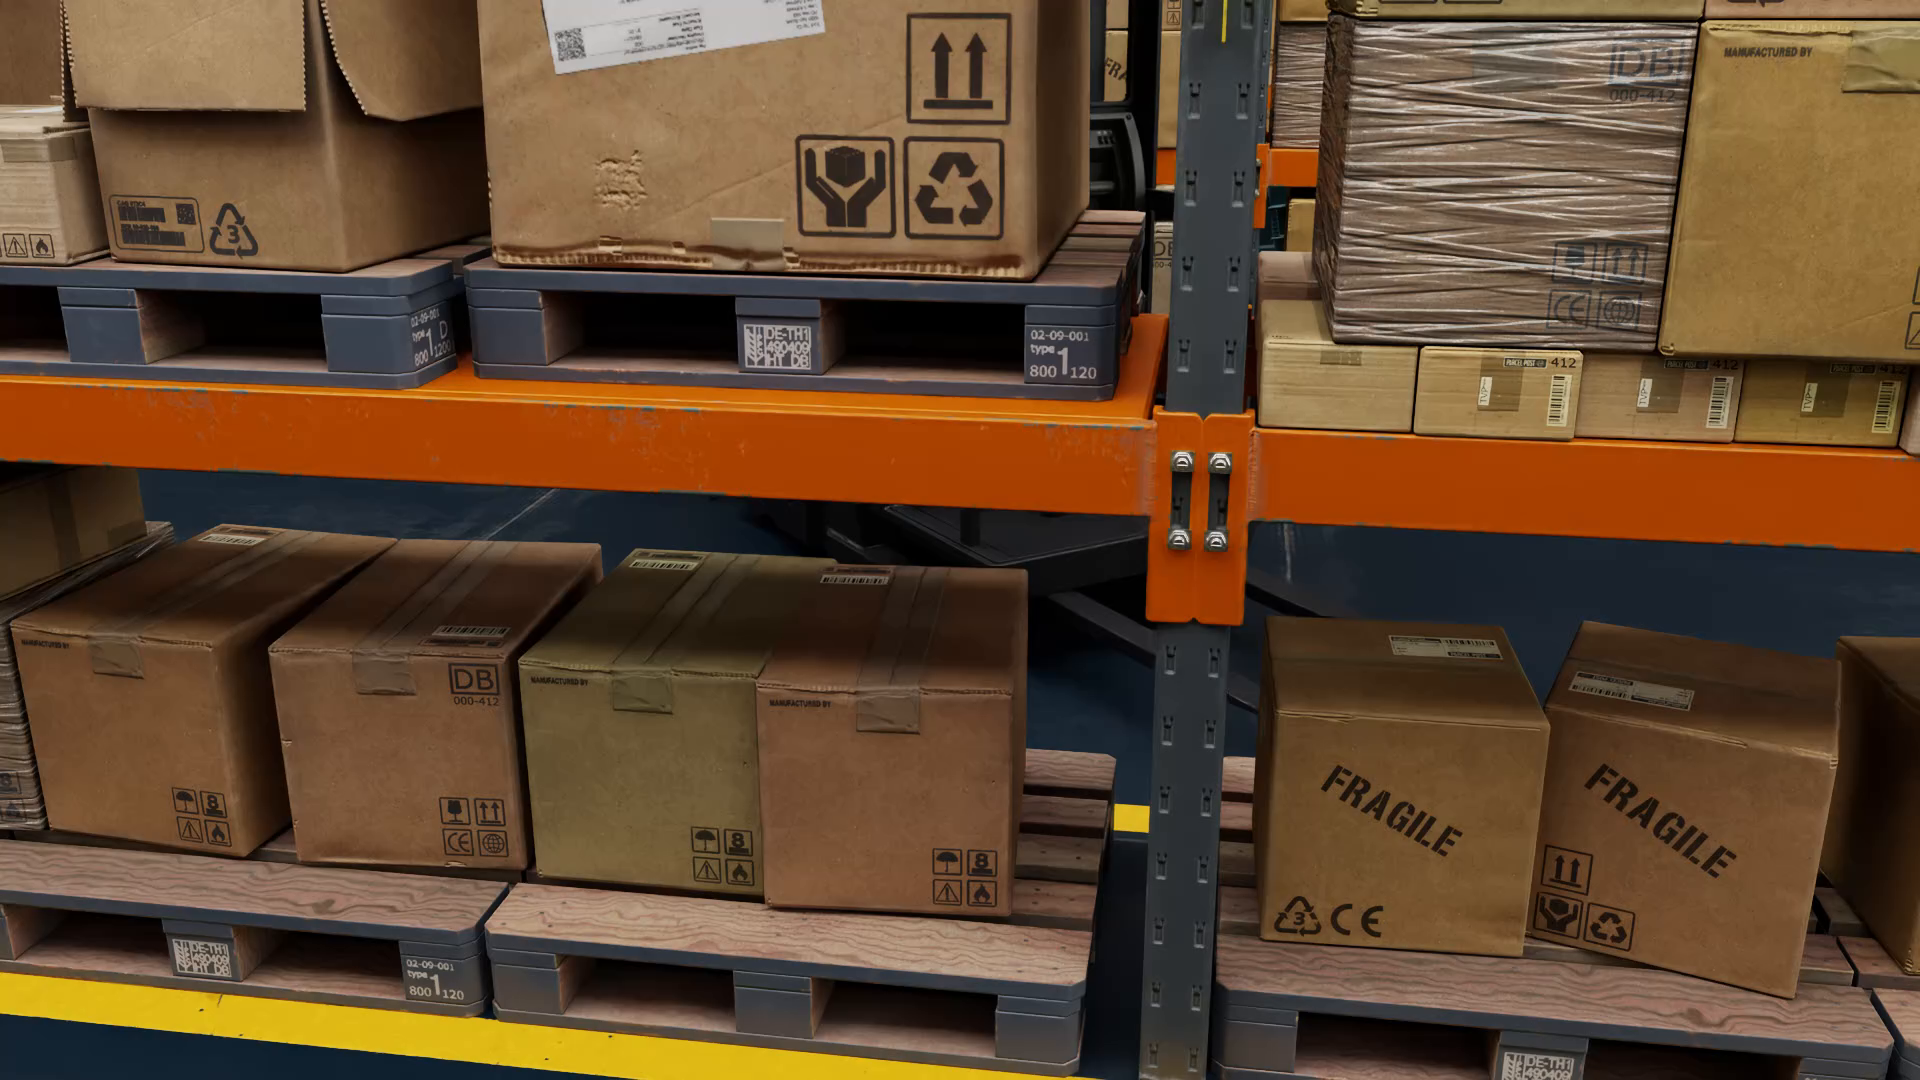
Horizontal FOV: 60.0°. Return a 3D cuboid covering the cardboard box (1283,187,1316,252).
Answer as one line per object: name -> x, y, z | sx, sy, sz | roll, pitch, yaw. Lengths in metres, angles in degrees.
cardboard box -> 1.980, -1.220, 7.907 | 0.875, 0.875, 0.875 | 3, 19, 9

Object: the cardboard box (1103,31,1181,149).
cardboard box -> 0.812, -2.071, 7.609 | 0.500, 0.500, 0.500 | 3, 19, 8

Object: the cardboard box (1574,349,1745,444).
cardboard box -> 1.144, -0.288, 2.832 | 0.250, 0.149, 0.380 | 3, 19, 9

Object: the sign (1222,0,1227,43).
sign -> 0.399, -0.908, 2.464 | 0.005, 0.325, 0.100 | 3, 19, 9

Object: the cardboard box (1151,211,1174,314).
cardboard box -> 0.743, -1.217, 8.096 | 0.750, 0.750, 1.050 | 3, 19, 8

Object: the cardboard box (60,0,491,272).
cardboard box -> -1.243, -0.839, 3.259 | 0.637, 0.503, 0.797 | 5, 19, 14

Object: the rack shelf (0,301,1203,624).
rack shelf -> -1.491, -0.292, 3.583 | 4.000, 0.370, 1.077 | 3, 19, 9

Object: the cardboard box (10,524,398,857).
cardboard box -> -1.691, 0.320, 3.864 | 0.500, 0.500, 0.700 | 5, 19, 13

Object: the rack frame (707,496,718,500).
rack frame -> -1.069, -0.771, 6.772 | 0.006, 1.200, 0.240 | -4, 12, 40

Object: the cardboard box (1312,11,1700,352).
cardboard box -> 0.918, -0.679, 2.979 | 0.500, 0.500, 0.875 | 3, 19, 9

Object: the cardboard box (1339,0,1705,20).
cardboard box -> 0.887, -1.093, 2.641 | 0.500, 0.500, 0.500 | 3, 19, 9

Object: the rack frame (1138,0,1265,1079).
rack frame -> 0.483, -0.533, 3.168 | 0.127, 3.000, 1.000 | 3, 19, 9

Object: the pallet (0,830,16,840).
pallet -> -2.695, 0.628, 4.093 | 1.213, 0.211, 1.003 | 3, 19, 9

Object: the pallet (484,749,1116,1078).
pallet -> -0.286, 0.751, 3.726 | 1.213, 0.211, 1.003 | 3, 19, 9

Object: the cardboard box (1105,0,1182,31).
cardboard box -> 0.879, -2.626, 7.692 | 0.500, 0.500, 0.700 | 3, 19, 8

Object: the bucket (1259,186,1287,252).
bucket -> 1.870, -1.965, 10.213 | 0.620, 0.611, 0.726 | -1, 16, 31

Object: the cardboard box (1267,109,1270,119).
cardboard box -> 3.267, -4.439, 16.940 | 0.500, 0.250, 0.500 | 3, 19, 8

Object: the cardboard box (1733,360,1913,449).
cardboard box -> 1.392, -0.278, 2.804 | 0.250, 0.149, 0.380 | 3, 19, 9

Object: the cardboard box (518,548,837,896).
cardboard box -> -0.587, 0.376, 3.697 | 0.500, 0.500, 0.700 | 3, 19, 8

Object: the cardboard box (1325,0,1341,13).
cardboard box -> 0.971, -1.259, 3.136 | 0.500, 0.500, 0.500 | 3, 19, 9

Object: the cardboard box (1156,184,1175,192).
cardboard box -> 1.537, -2.616, 12.874 | 0.625, 0.372, 0.950 | 3, 19, 9

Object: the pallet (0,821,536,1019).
pallet -> -1.494, 0.690, 3.908 | 1.213, 0.211, 1.003 | 3, 19, 9

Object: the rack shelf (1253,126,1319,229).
rack shelf -> 3.345, -1.640, 7.610 | 4.000, 0.370, 1.077 | 3, 19, 9

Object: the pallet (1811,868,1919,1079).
pallet -> 2.360, 0.873, 3.361 | 1.213, 0.211, 1.003 | 3, 19, 9

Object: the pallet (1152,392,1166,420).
pallet -> 0.596, -0.774, 8.285 | 1.213, 0.211, 1.003 | 3, 19, 9

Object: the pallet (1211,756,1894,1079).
pallet -> 1.152, 0.812, 3.543 | 1.213, 0.211, 1.003 | 3, 19, 9

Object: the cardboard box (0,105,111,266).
cardboard box -> -1.848, -0.706, 3.259 | 0.500, 0.250, 0.500 | 2, 19, 7

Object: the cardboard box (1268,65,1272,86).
cardboard box -> 2.315, -3.402, 12.139 | 0.250, 0.149, 0.380 | 3, 19, 8

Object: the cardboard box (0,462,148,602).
cardboard box -> -2.274, -0.065, 3.835 | 0.500, 0.250, 0.500 | 5, 19, 15

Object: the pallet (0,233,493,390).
pallet -> -1.505, -0.556, 3.541 | 1.213, 0.211, 1.003 | 3, 19, 9

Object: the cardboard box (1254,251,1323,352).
cardboard box -> 0.742, -0.495, 3.451 | 0.250, 0.149, 0.380 | 3, 19, 9

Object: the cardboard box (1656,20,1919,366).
cardboard box -> 1.406, -0.643, 2.871 | 0.500, 0.500, 0.875 | 3, 19, 9

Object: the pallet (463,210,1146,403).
pallet -> -0.248, -0.526, 3.450 | 1.213, 0.211, 1.003 | 3, 19, 9

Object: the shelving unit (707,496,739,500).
shelving unit -> -0.999, -0.776, 6.713 | 0.189, 1.200, 0.258 | -4, 12, 40

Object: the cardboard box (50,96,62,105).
cardboard box -> -1.777, -0.870, 3.726 | 0.258, 0.266, 0.396 | 2, 19, 7

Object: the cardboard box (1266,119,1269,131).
cardboard box -> 3.268, -4.204, 17.024 | 0.500, 0.250, 0.500 | 3, 19, 8

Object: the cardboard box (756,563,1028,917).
cardboard box -> -0.119, 0.406, 3.607 | 0.500, 0.500, 0.700 | 1, 19, 4

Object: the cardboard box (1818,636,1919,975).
cardboard box -> 2.064, 0.519, 3.302 | 0.500, 0.500, 0.500 | 1, 19, 4

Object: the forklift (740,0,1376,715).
forklift -> 0.316, -1.188, 5.236 | 1.130, 2.935, 3.031 | -11, 21, -29

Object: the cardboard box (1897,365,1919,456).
cardboard box -> 1.633, -0.253, 2.728 | 0.250, 0.149, 0.380 | 3, 19, 9

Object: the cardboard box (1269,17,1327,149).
cardboard box -> 1.736, -2.138, 7.729 | 0.550, 0.550, 0.875 | 3, 19, 9

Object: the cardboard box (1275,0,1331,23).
cardboard box -> 1.729, -2.635, 7.514 | 0.550, 0.550, 0.875 | 3, 19, 9

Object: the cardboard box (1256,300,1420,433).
cardboard box -> 0.648, -0.309, 2.894 | 0.250, 0.149, 0.380 | 3, 19, 9

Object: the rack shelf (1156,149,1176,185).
rack shelf -> -0.605, -1.841, 8.212 | 4.000, 0.370, 1.077 | 3, 19, 9

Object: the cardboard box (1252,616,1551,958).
cardboard box -> 0.872, 0.486, 3.400 | 0.500, 0.500, 0.500 | 2, 19, 7

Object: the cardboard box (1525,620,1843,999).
cardboard box -> 1.439, 0.513, 3.321 | 0.500, 0.500, 0.500 | 9, 21, 26

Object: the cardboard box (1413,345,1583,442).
cardboard box -> 0.893, -0.292, 2.844 | 0.250, 0.149, 0.380 | 3, 19, 9

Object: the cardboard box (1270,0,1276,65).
cardboard box -> 2.445, -3.716, 12.057 | 0.500, 0.500, 0.500 | 3, 19, 9

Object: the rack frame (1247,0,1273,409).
rack frame -> 1.370, -2.082, 7.797 | 0.127, 3.000, 1.000 | 3, 19, 9

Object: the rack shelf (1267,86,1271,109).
rack shelf -> 4.030, -3.196, 12.260 | 4.000, 0.370, 1.077 | 3, 19, 9

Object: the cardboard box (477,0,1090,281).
cardboard box -> -0.279, -1.100, 3.257 | 1.000, 1.000, 1.000 | 3, 19, 9

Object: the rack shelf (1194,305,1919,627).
rack shelf -> 2.458, -0.091, 2.981 | 4.000, 0.370, 1.077 | 3, 19, 9

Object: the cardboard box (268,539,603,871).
cardboard box -> -1.140, 0.348, 3.781 | 0.500, 0.500, 0.700 | 1, 19, 4

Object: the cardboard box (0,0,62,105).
cardboard box -> -2.359, -0.969, 3.653 | 0.500, 0.500, 0.700 | 6, 19, 17

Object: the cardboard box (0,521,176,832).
cardboard box -> -2.252, 0.294, 3.943 | 0.500, 0.500, 0.700 | 1, 19, 4

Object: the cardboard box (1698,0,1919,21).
cardboard box -> 1.381, -1.068, 2.567 | 0.500, 0.500, 0.500 | 3, 19, 9
